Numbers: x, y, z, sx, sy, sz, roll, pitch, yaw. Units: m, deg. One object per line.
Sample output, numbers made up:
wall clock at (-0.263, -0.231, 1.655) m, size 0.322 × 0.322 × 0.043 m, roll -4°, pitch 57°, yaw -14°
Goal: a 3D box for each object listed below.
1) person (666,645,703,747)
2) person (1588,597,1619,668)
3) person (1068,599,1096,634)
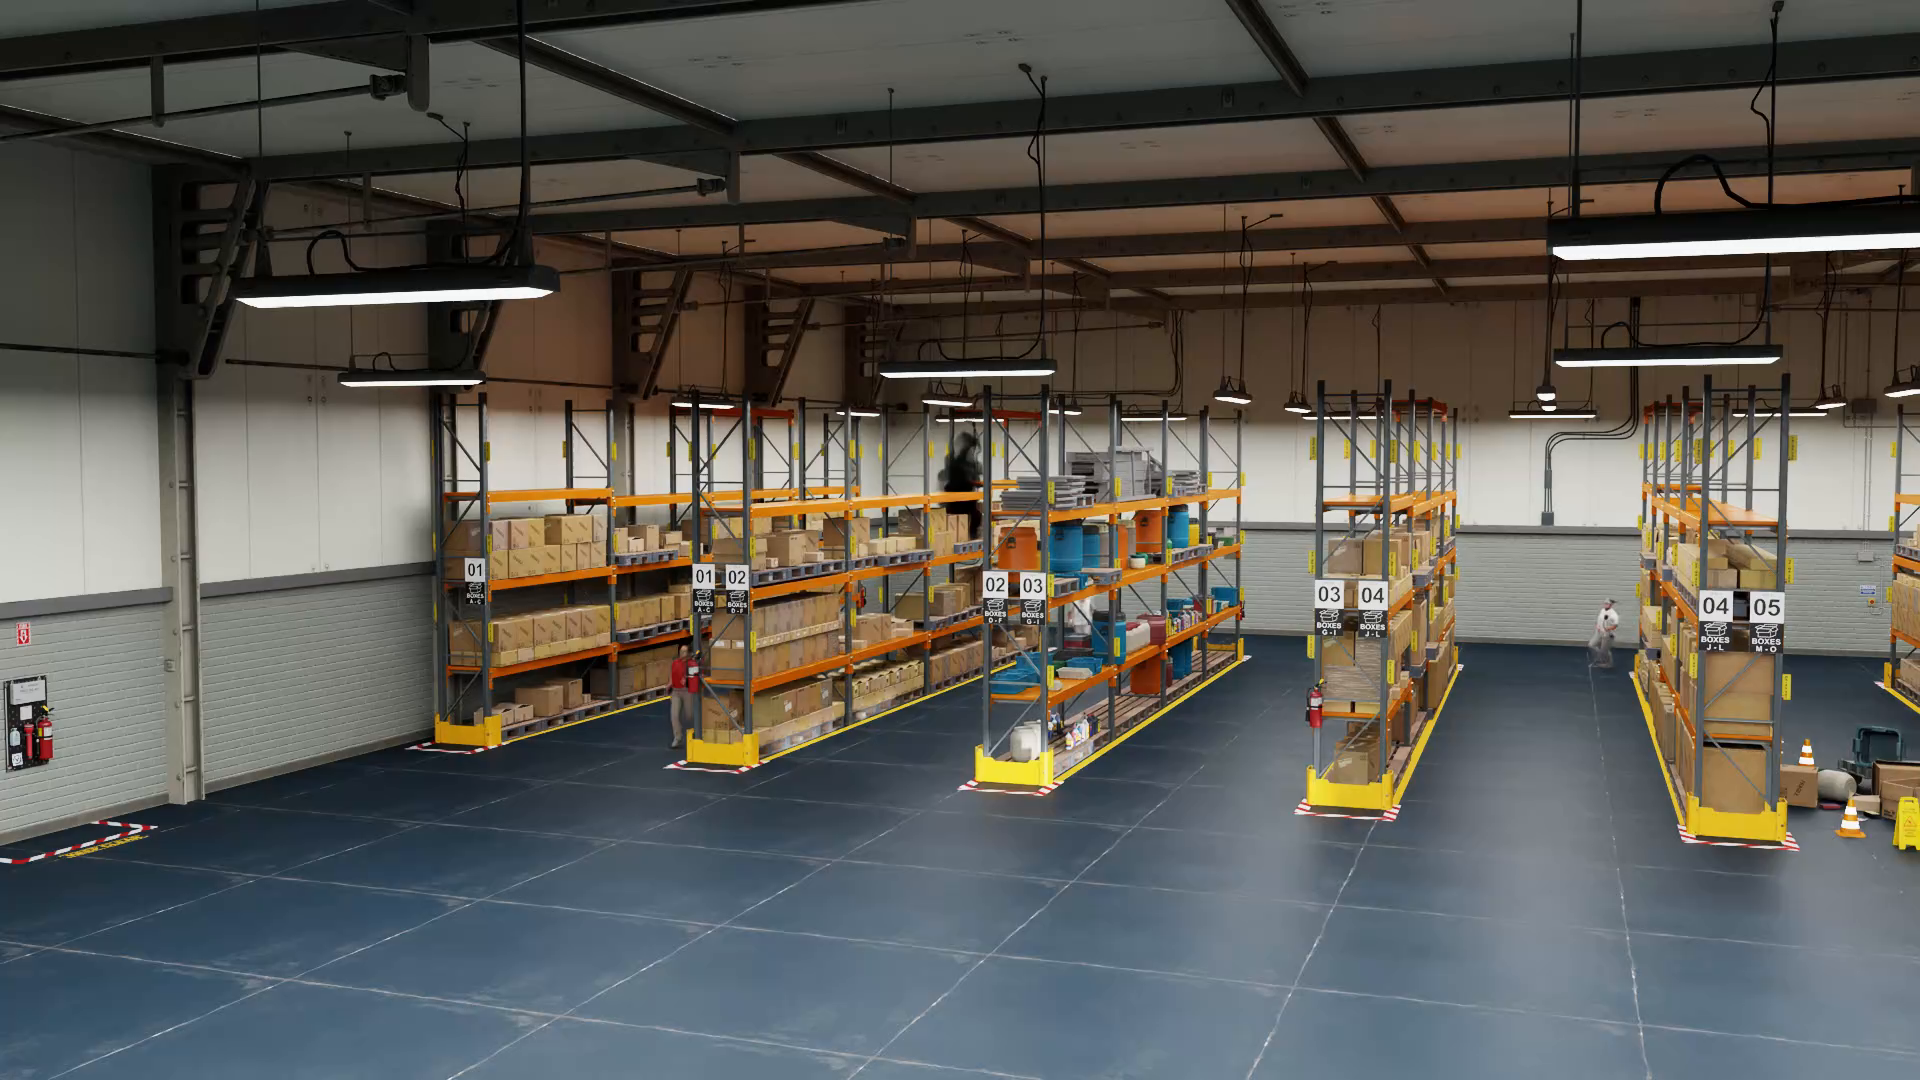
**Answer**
person at (-4.695, 2.640, 28.360) m, size 0.676 × 1.694 × 0.886 m, roll 1°, pitch 3°, yaw 15°
person at (14.784, 2.141, 38.062) m, size 0.651 × 1.698 × 0.857 m, roll -1°, pitch 3°, yaw -11°
person at (2.930, 2.025, 39.876) m, size 0.691 × 1.743 × 0.731 m, roll 0°, pitch 3°, yaw 6°
